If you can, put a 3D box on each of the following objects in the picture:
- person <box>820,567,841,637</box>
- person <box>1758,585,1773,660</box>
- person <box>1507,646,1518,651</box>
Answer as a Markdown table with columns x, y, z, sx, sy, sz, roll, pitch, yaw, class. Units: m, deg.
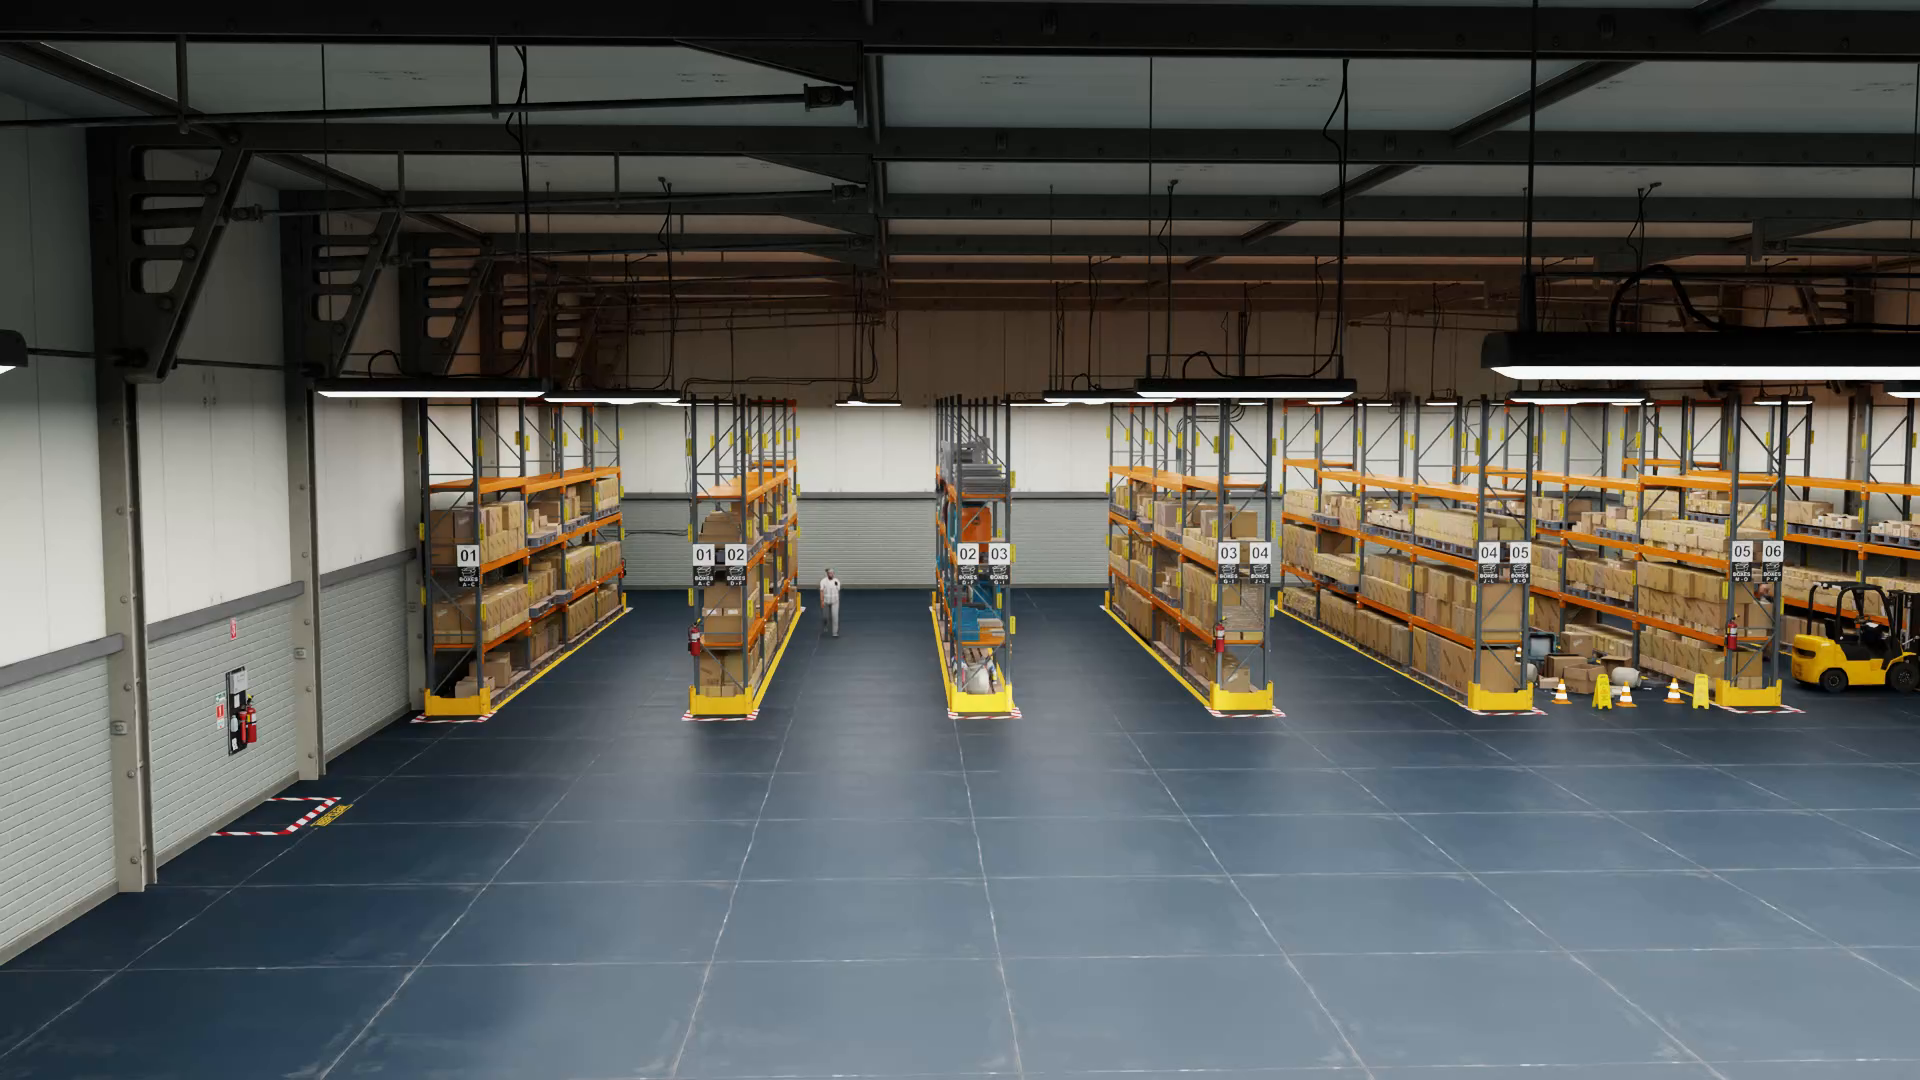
| x | y | z | sx | sy | sz | roll | pitch | yaw | class |
| --- | --- | --- | --- | --- | --- | --- | --- | --- | --- |
| -3.272 | 1.541 | 42.007 | 0.527 | 1.730 | 0.857 | 0 | 5 | -4 | person |
| 18.267 | 1.881 | 37.874 | 0.605 | 1.749 | 0.689 | -1 | 5 | -12 | person |
| 12.791 | 1.826 | 38.787 | 0.402 | 1.689 | 0.533 | 3 | 5 | 31 | person |
